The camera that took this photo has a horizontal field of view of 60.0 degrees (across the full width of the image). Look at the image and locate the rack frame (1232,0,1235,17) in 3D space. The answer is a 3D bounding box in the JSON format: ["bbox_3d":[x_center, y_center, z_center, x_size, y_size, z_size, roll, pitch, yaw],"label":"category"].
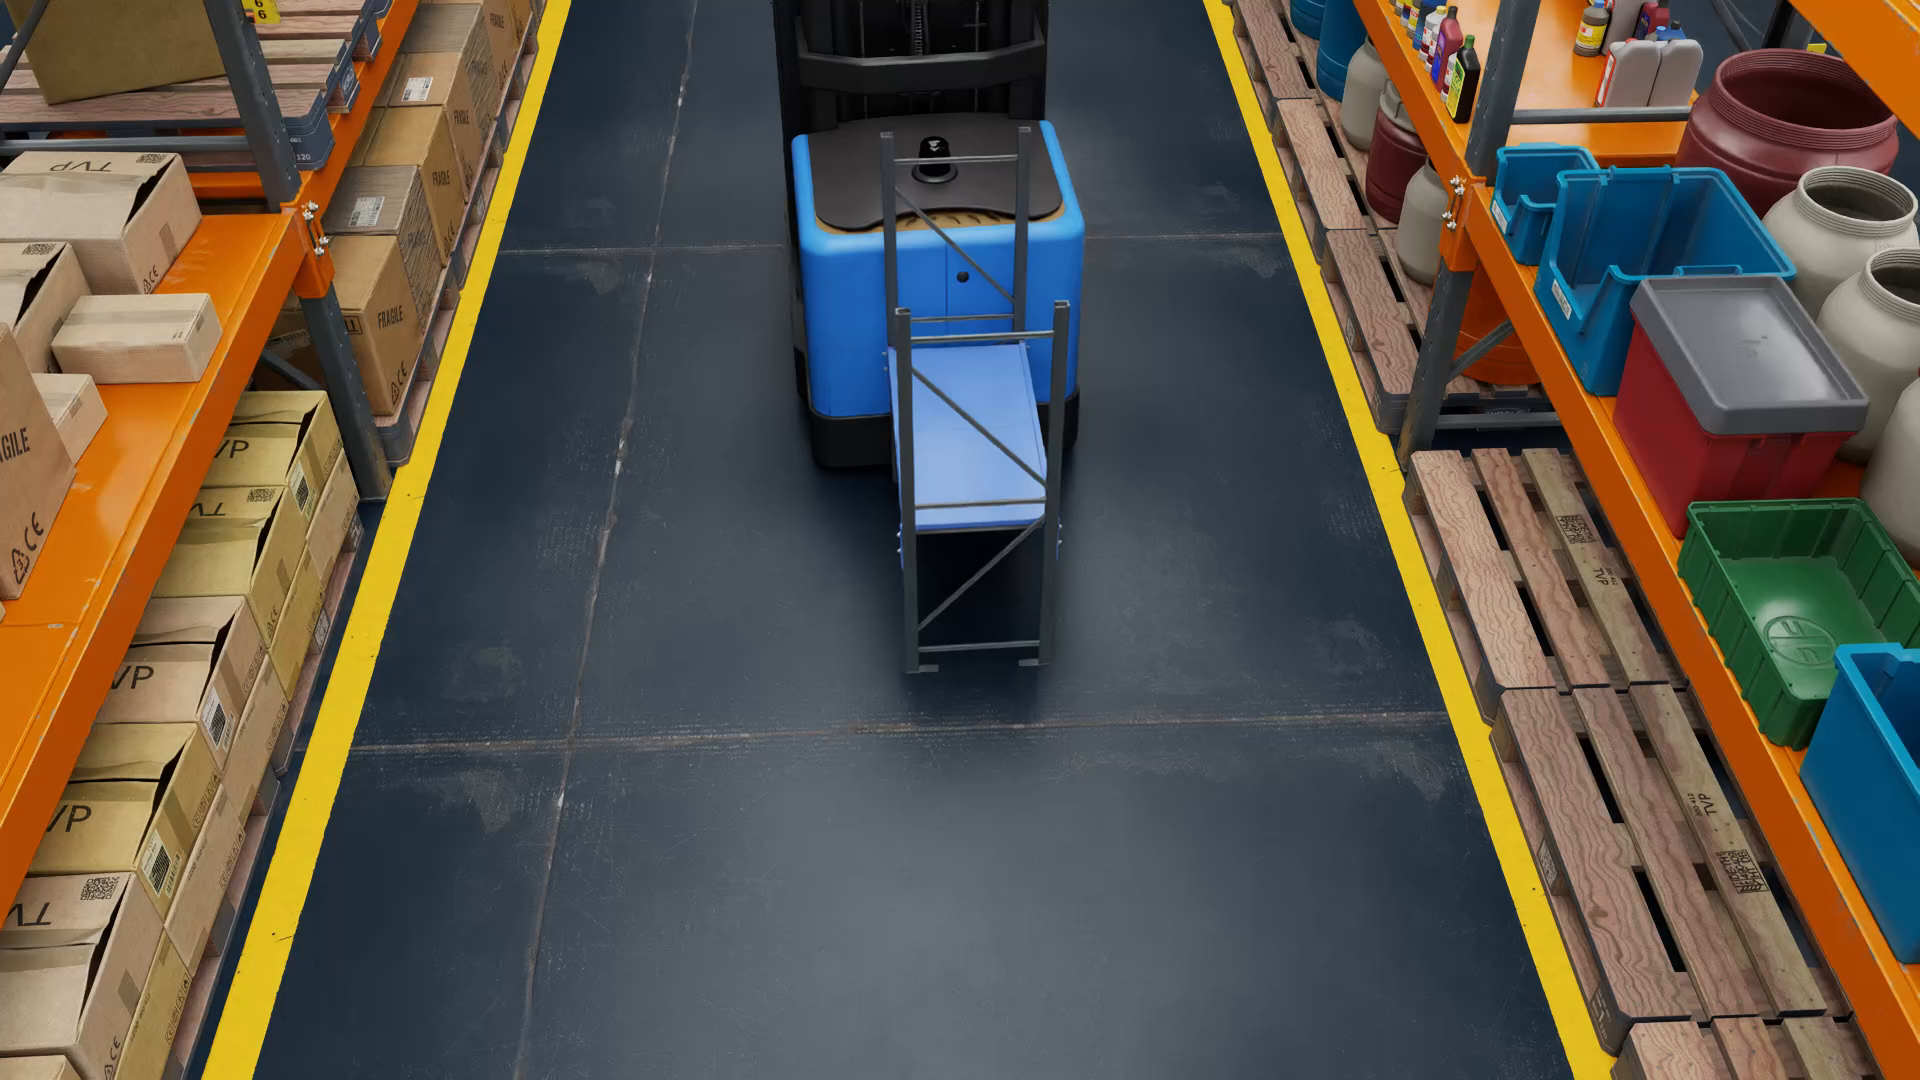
[{"bbox_3d":[2.067,-4.120,8.525,1.000,3.000,0.127,-2,43,-2],"label":"rack frame"}]

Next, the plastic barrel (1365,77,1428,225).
[{"bbox_3d":[2.151,-1.778,7.443,0.600,0.588,0.708,-2,43,-2],"label":"plastic barrel"}]

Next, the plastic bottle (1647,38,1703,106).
[{"bbox_3d":[2.541,-1.675,5.950,0.152,0.276,0.135,-2,43,-2],"label":"plastic bottle"}]

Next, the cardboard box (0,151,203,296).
[{"bbox_3d":[-2.741,-1.000,5.187,0.500,0.311,0.500,1,43,1],"label":"cardboard box"}]

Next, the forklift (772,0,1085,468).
[{"bbox_3d":[-0.224,-2.357,6.652,1.130,2.935,3.031,-5,43,-5],"label":"forklift"}]

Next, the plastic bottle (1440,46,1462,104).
[{"bbox_3d":[1.806,-1.686,6.016,0.097,0.201,0.097,0,43,0],"label":"plastic bottle"}]

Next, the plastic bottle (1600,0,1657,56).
[{"bbox_3d":[2.521,-1.988,6.290,0.152,0.276,0.135,-2,43,-2],"label":"plastic bottle"}]

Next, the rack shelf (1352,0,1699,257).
[{"bbox_3d":[2.152,-2.505,7.295,1.077,0.370,4.000,-2,43,-2],"label":"rack shelf"}]

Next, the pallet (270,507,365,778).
[{"bbox_3d":[-2.717,0.305,5.761,1.003,0.211,1.213,-2,43,-2],"label":"pallet"}]

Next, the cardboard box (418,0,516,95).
[{"bbox_3d":[-2.562,-2.562,8.350,0.500,0.500,0.500,-2,43,-2],"label":"cardboard box"}]

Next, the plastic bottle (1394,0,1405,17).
[{"bbox_3d":[1.776,-2.170,6.545,0.097,0.201,0.097,0,43,0],"label":"plastic bottle"}]

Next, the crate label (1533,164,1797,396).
[{"bbox_3d":[2.009,-0.754,4.827,0.502,0.435,0.616,-2,43,-2],"label":"crate label"}]

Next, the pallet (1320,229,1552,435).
[{"bbox_3d":[2.161,-0.923,7.100,1.003,0.211,1.213,-2,43,-2],"label":"pallet"}]

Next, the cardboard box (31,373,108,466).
[{"bbox_3d":[-2.602,-0.328,4.574,0.380,0.149,0.250,1,43,1],"label":"cardboard box"}]

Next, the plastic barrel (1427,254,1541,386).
[{"bbox_3d":[2.199,-1.104,6.530,0.600,0.830,0.708,-2,43,-2],"label":"plastic barrel"}]

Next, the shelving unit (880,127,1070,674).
[{"bbox_3d":[0.025,-0.455,5.636,0.538,1.500,1.048,-3,43,-3],"label":"shelving unit"}]

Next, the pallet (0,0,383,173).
[{"bbox_3d":[-2.811,-1.665,5.988,1.213,0.211,1.003,-2,43,-2],"label":"pallet"}]

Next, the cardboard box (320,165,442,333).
[{"bbox_3d":[-2.474,-1.190,6.852,0.500,0.500,0.500,-3,43,-3],"label":"cardboard box"}]

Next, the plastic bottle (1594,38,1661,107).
[{"bbox_3d":[2.389,-1.671,5.945,0.152,0.276,0.135,-2,43,-2],"label":"plastic bottle"}]

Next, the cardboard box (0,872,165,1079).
[{"bbox_3d":[-2.351,1.099,4.140,0.500,0.311,0.500,-3,43,-3],"label":"cardboard box"}]

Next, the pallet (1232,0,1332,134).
[{"bbox_3d":[2.058,-2.570,8.898,1.003,0.211,1.213,-2,43,-2],"label":"pallet"}]

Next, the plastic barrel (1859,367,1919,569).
[{"bbox_3d":[2.535,-0.209,4.157,0.433,0.535,0.433,0,43,0],"label":"plastic barrel"}]

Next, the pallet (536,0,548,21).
[{"bbox_3d":[-2.911,-3.416,9.821,1.003,0.211,1.213,-2,43,-2],"label":"pallet"}]

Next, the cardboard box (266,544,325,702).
[{"bbox_3d":[-2.421,0.275,5.454,0.500,0.250,0.500,-2,43,-2],"label":"cardboard box"}]

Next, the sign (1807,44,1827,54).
[{"bbox_3d":[2.786,-1.500,5.546,0.100,0.325,0.005,-2,43,-2],"label":"sign"}]

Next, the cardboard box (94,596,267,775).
[{"bbox_3d":[-2.397,0.410,4.892,0.500,0.311,0.500,-2,43,-2],"label":"cardboard box"}]

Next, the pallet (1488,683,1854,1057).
[{"bbox_3d":[2.279,0.954,5.053,1.003,0.211,1.213,-2,43,-2],"label":"pallet"}]

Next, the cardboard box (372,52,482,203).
[{"bbox_3d":[-2.518,-1.880,7.606,0.500,0.500,0.500,-3,43,-3],"label":"cardboard box"}]

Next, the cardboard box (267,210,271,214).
[{"bbox_3d":[-2.987,-1.145,6.804,0.500,0.500,0.500,0,43,0],"label":"cardboard box"}]

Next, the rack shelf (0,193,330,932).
[{"bbox_3d":[-2.628,0.335,4.197,1.077,0.370,4.000,-2,43,-2],"label":"rack shelf"}]

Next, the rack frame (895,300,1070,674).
[{"bbox_3d":[0.065,-0.112,5.263,0.500,1.500,0.032,-3,43,-3],"label":"rack frame"}]

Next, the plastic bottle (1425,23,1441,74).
[{"bbox_3d":[1.797,-1.841,6.186,0.097,0.201,0.097,0,43,0],"label":"plastic bottle"}]

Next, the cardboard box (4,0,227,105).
[{"bbox_3d":[-2.852,-1.894,5.711,0.700,0.500,0.500,-15,45,-16],"label":"cardboard box"}]

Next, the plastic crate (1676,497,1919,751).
[{"bbox_3d":[2.050,0.191,3.978,0.450,0.188,0.662,-2,43,-2],"label":"plastic crate"}]

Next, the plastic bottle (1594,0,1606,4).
[{"bbox_3d":[2.483,-2.063,6.376,0.097,0.271,0.097,0,43,0],"label":"plastic bottle"}]

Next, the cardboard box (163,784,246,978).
[{"bbox_3d":[-2.378,0.962,4.705,0.500,0.250,0.500,-1,43,-1],"label":"cardboard box"}]

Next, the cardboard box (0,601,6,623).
[{"bbox_3d":[-2.603,0.171,3.770,0.500,0.500,0.500,-2,43,-2],"label":"cardboard box"}]

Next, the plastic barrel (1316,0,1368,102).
[{"bbox_3d":[2.103,-2.656,8.169,0.600,0.901,0.708,-2,43,-2],"label":"plastic barrel"}]

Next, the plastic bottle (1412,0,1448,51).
[{"bbox_3d":[1.788,-1.999,6.306,0.097,0.271,0.097,0,43,0],"label":"plastic bottle"}]

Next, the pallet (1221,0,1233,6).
[{"bbox_3d":[1.997,-3.587,10.008,1.003,0.211,1.213,-2,43,-2],"label":"pallet"}]

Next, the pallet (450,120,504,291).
[{"bbox_3d":[-2.755,-1.579,7.816,1.003,0.211,1.213,-2,43,-2],"label":"pallet"}]

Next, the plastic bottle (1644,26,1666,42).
[{"bbox_3d":[2.559,-1.793,6.133,0.097,0.201,0.097,0,43,0],"label":"plastic bottle"}]

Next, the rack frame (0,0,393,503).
[{"bbox_3d":[-2.712,-1.280,5.427,1.000,3.000,0.127,-2,43,-2],"label":"rack frame"}]

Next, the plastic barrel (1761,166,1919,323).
[{"bbox_3d":[2.494,-0.773,4.790,0.421,0.512,0.421,0,43,0],"label":"plastic barrel"}]

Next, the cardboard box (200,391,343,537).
[{"bbox_3d":[-2.444,-0.281,5.646,0.500,0.311,0.500,-1,43,-1],"label":"cardboard box"}]

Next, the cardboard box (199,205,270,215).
[{"bbox_3d":[-2.993,-1.460,6.592,0.500,0.250,0.500,0,43,0],"label":"cardboard box"}]
